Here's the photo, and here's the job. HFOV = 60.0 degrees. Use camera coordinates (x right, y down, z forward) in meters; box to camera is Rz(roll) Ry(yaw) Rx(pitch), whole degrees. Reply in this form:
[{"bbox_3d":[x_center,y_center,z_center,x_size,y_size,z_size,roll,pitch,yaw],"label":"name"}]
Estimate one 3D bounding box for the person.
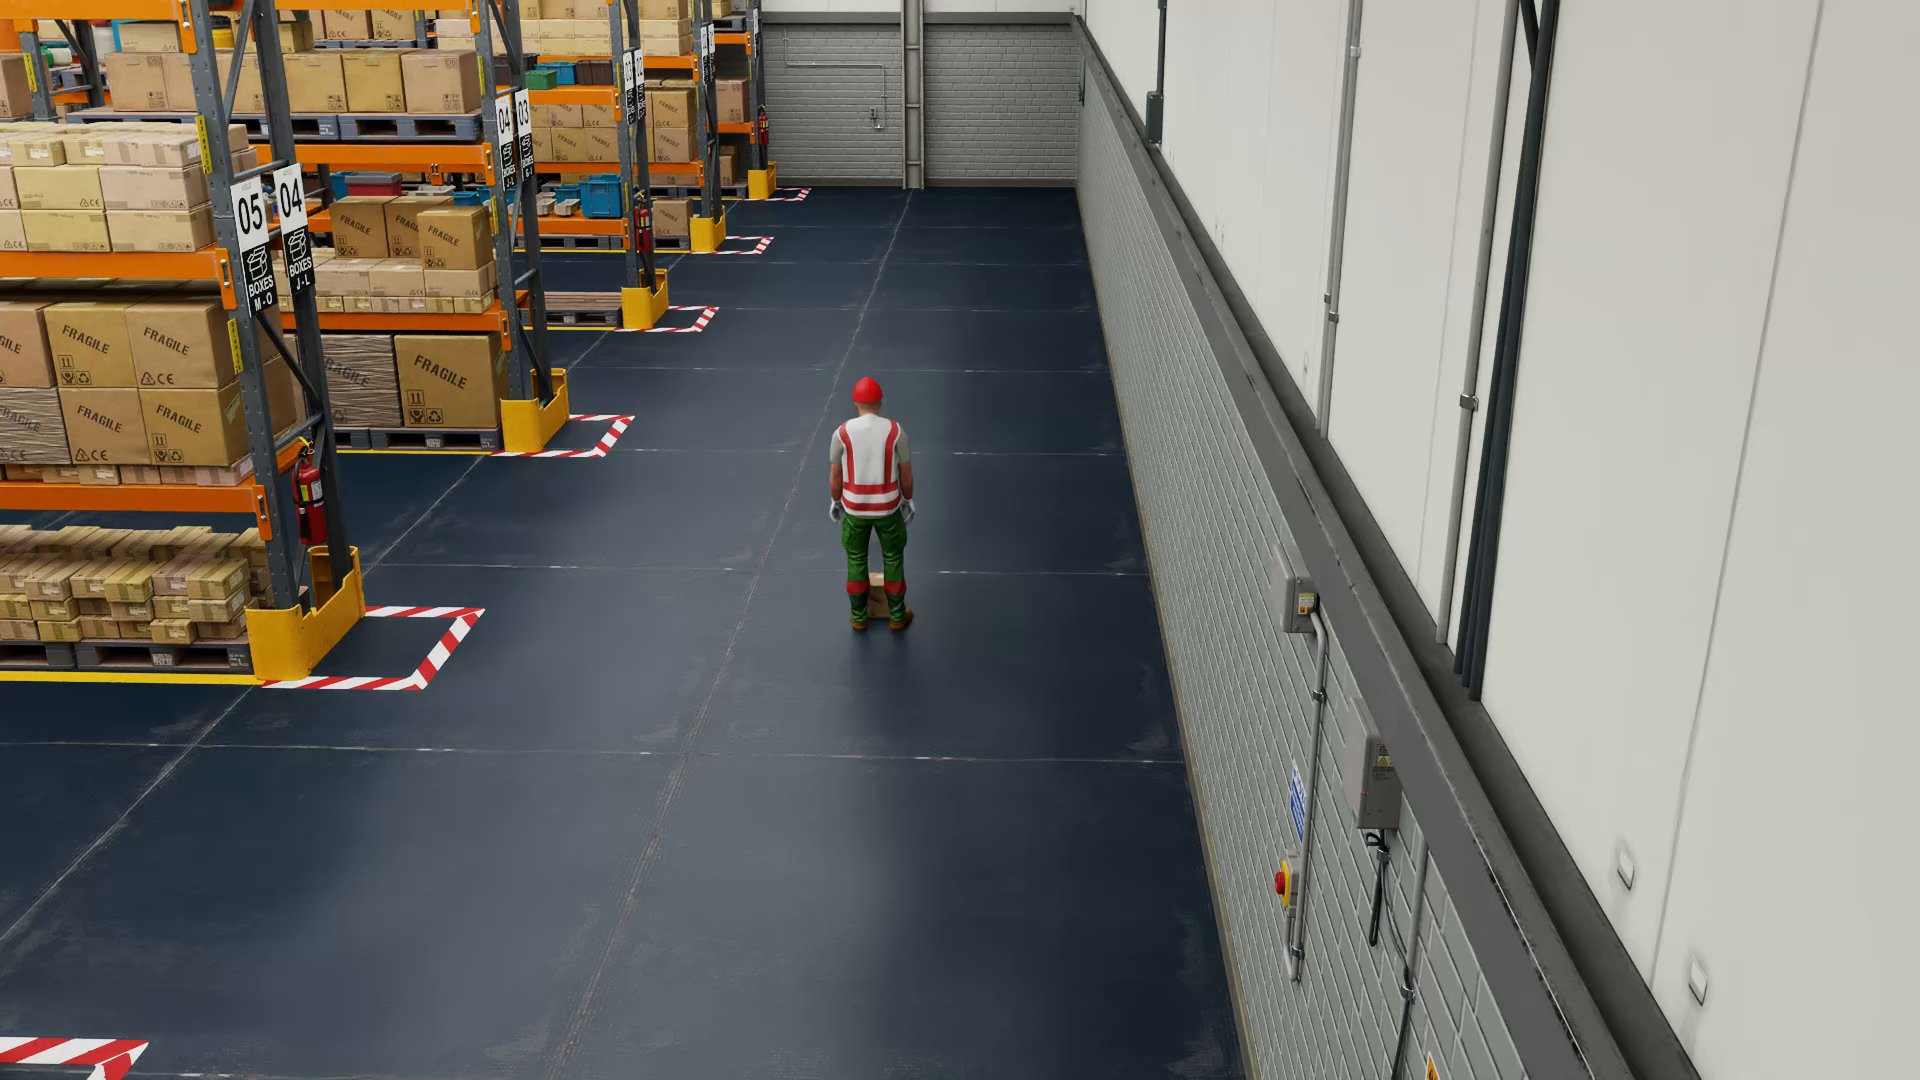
[{"bbox_3d":[-0.604,-0.238,11.472,0.592,1.778,0.447,0,21,0],"label":"person"}]
